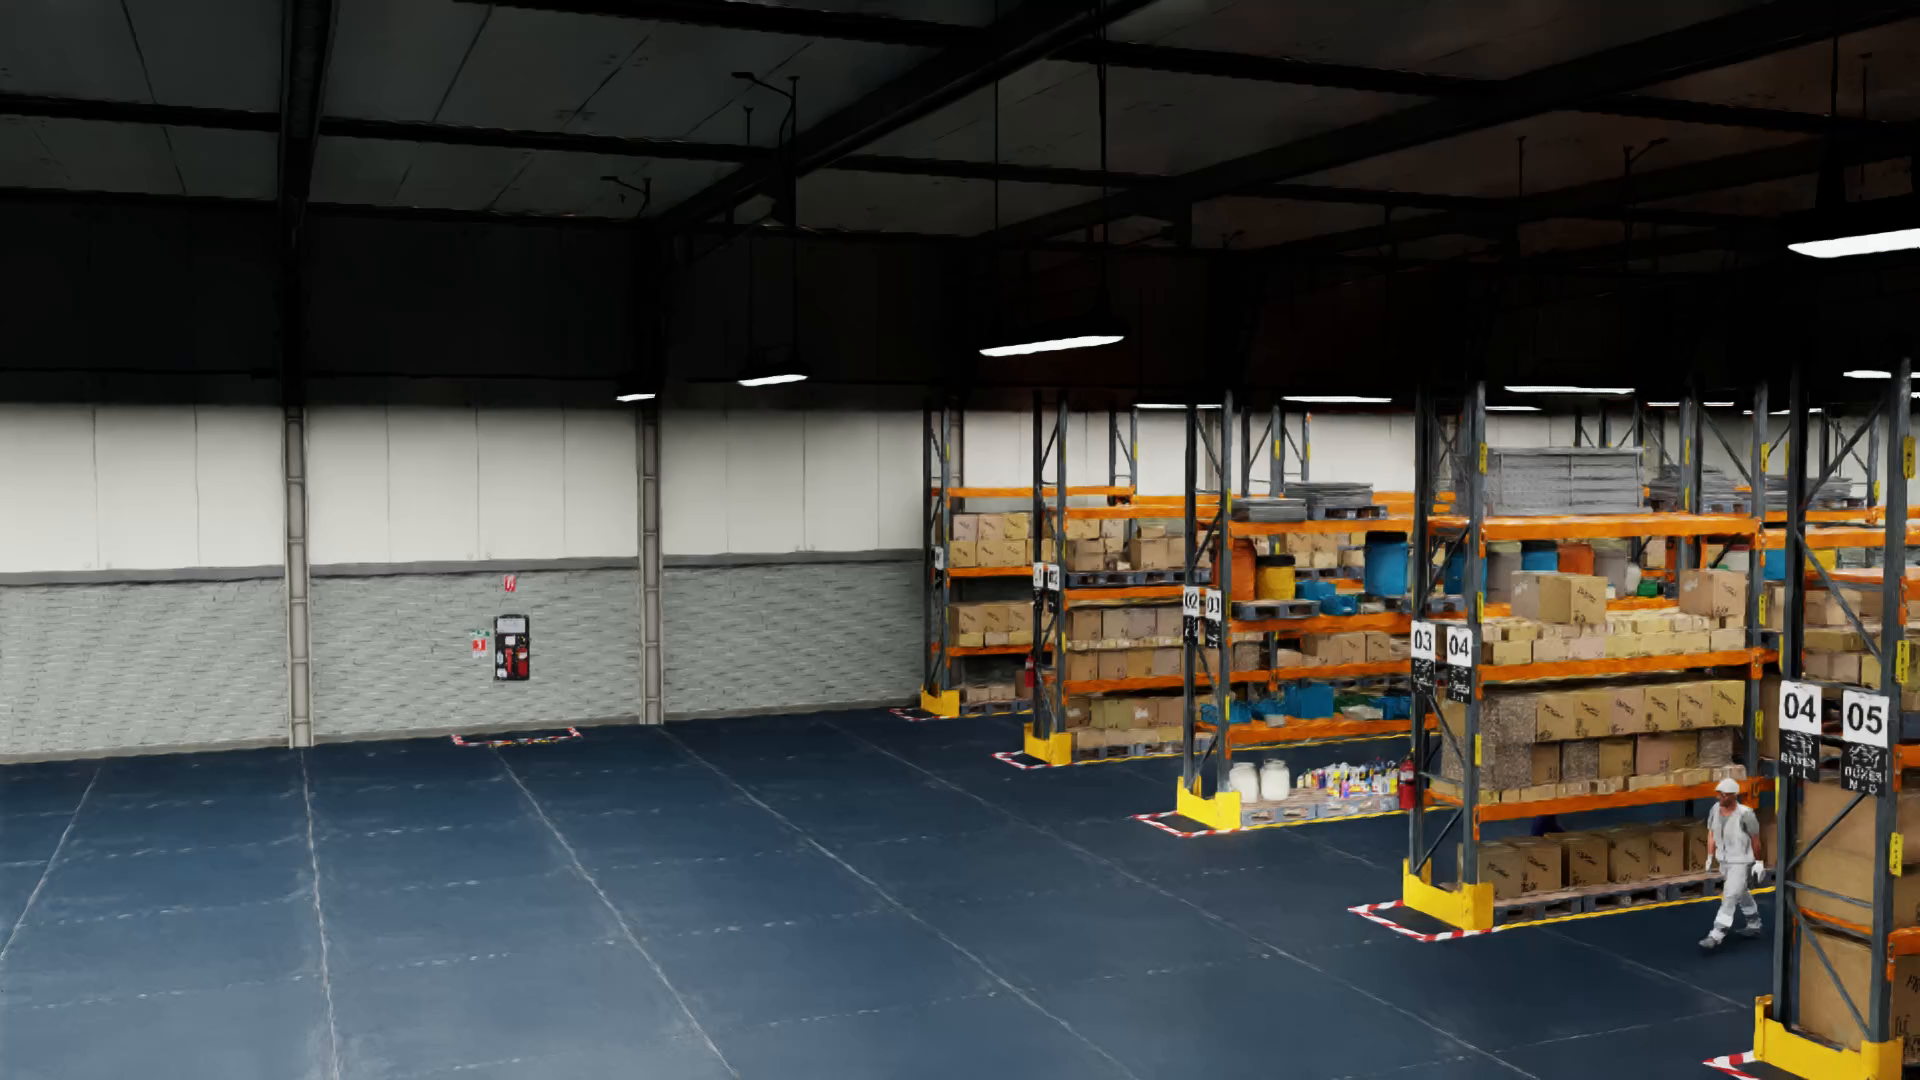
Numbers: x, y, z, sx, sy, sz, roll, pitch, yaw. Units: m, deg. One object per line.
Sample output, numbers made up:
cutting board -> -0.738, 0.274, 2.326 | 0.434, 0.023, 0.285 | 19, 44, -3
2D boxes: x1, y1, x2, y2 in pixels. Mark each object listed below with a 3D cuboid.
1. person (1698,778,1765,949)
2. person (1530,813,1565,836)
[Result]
person -> 7.888, 3.283, 17.065 | 1.114, 1.704, 0.557 | -2, 4, -24
person -> 7.118, 3.159, 20.360 | 1.089, 1.550, 0.479 | -1, 4, -20
